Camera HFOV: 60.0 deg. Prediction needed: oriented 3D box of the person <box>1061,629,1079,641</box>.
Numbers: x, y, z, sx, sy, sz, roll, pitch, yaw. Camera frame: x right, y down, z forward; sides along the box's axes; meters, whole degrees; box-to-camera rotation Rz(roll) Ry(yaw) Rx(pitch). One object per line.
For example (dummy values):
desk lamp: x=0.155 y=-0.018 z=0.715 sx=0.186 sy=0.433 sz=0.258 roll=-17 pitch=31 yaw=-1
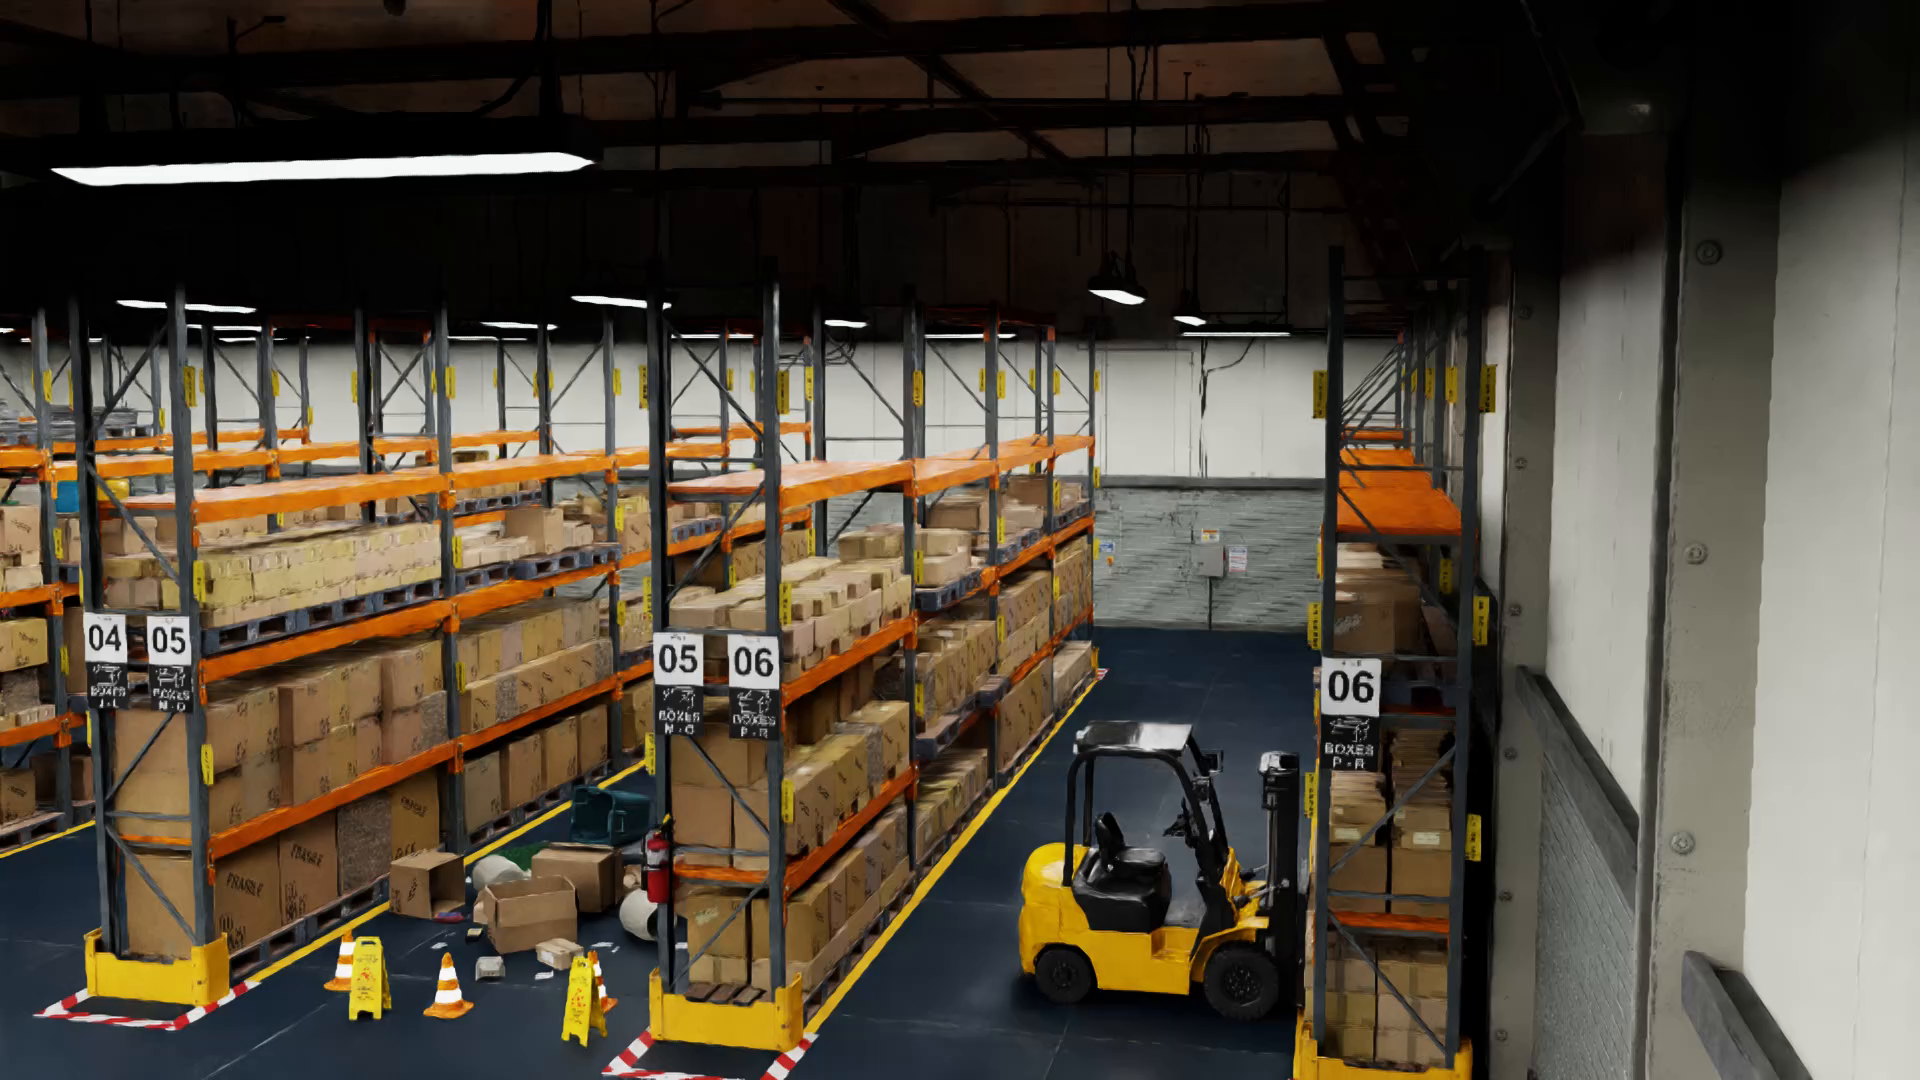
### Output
person: x=1.827 y=1.311 z=29.541 sx=0.706 sy=1.762 sz=0.586 roll=-1 pitch=6 yaw=-14
